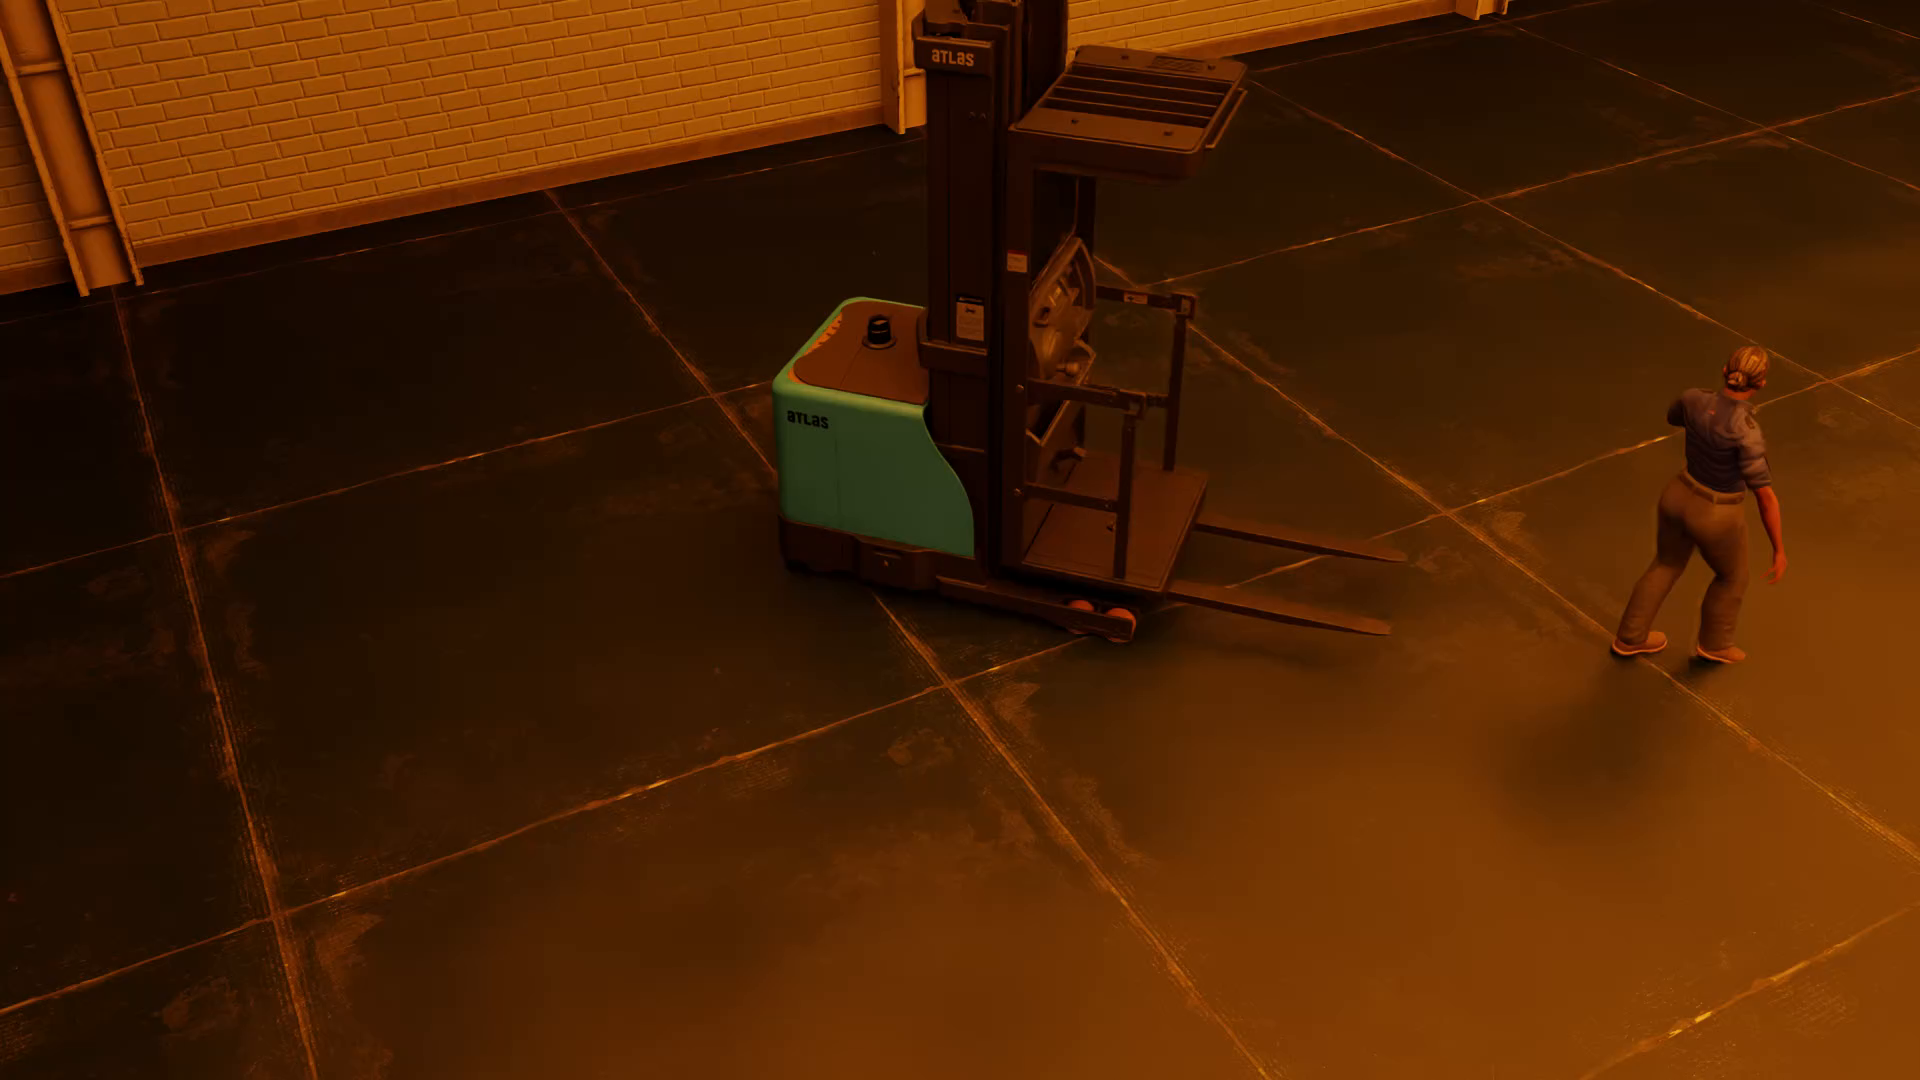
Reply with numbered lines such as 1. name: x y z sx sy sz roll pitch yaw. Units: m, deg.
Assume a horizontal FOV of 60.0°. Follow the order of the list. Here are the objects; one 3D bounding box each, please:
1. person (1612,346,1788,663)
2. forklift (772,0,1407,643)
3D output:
1. person: 3.417 -0.118 7.463 0.614 1.676 0.915 -13 37 -18
2. forklift: 0.661 -1.050 7.609 3.031 2.935 1.130 11 37 16
